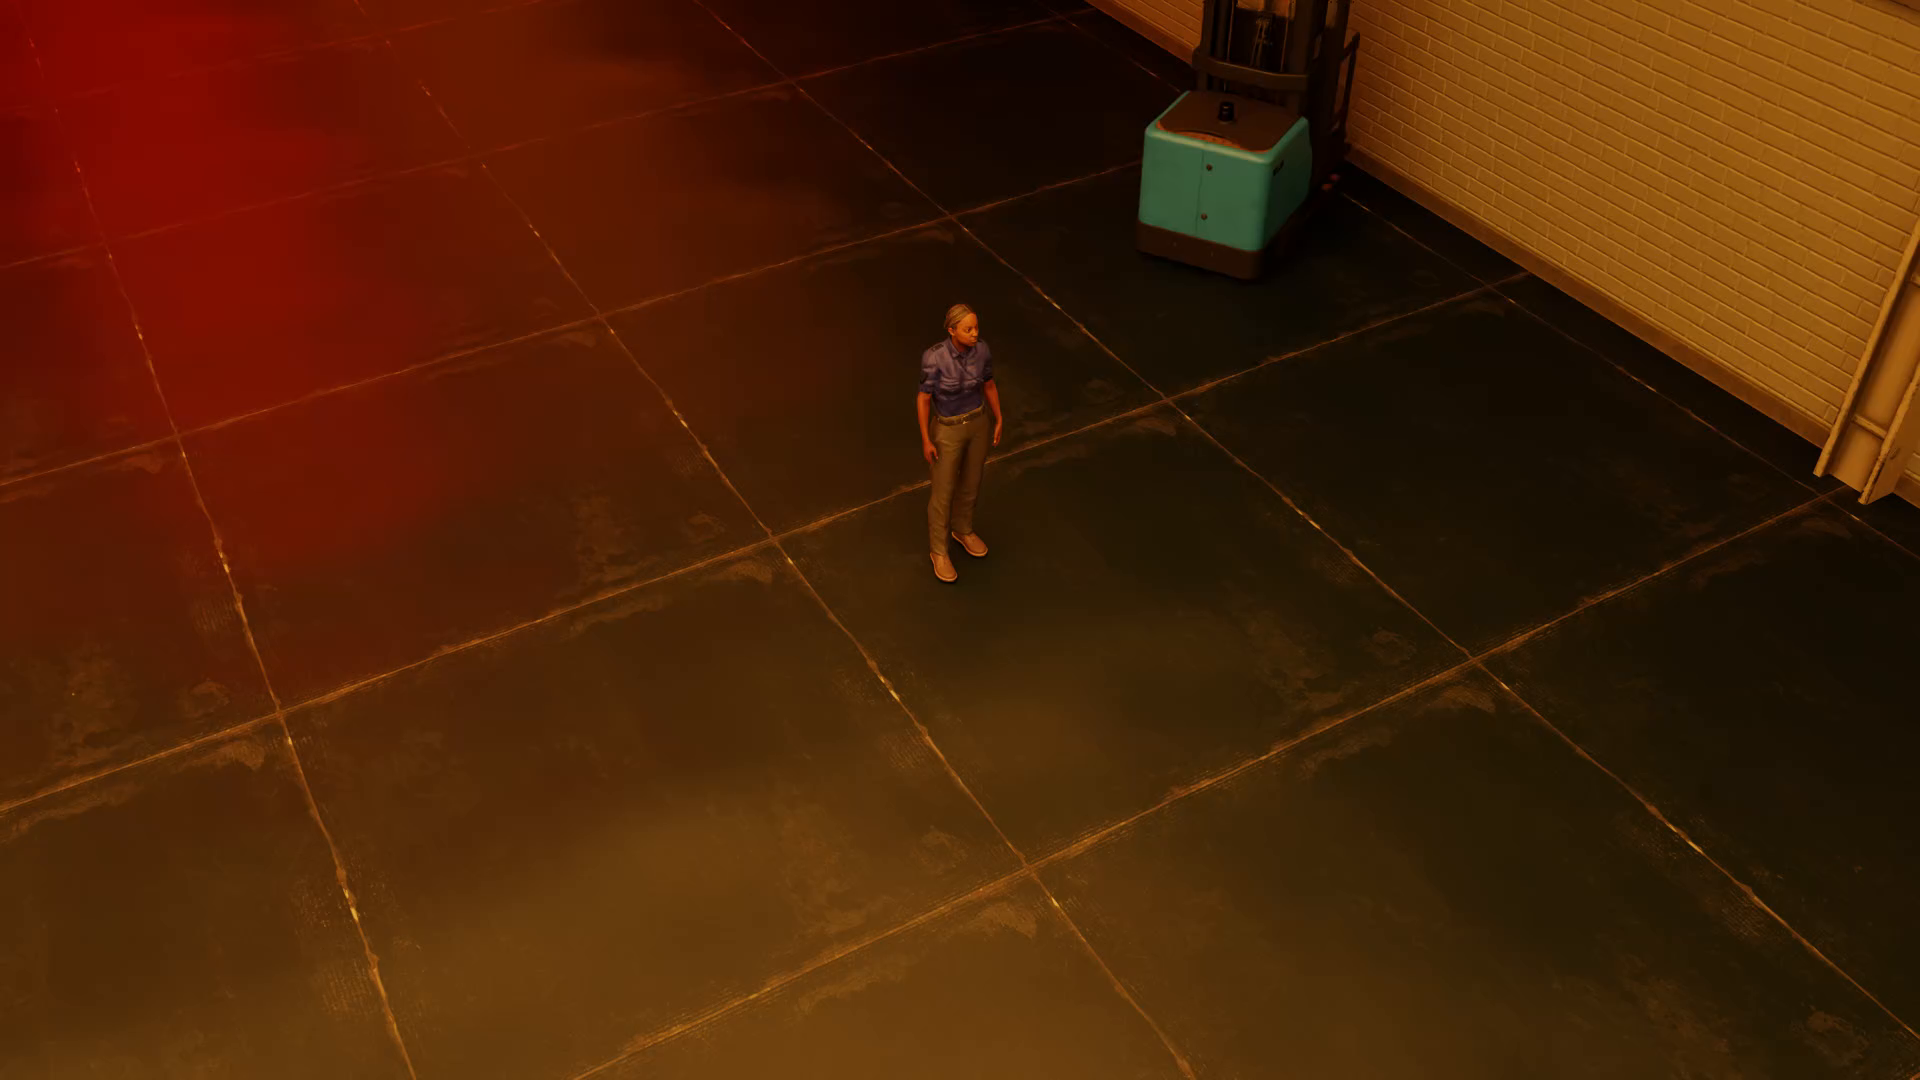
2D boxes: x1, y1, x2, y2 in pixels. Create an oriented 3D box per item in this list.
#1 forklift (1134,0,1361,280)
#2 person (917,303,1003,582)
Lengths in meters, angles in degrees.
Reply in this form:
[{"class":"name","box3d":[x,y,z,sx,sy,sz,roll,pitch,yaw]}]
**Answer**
[{"class":"forklift","box3d":[2.527,-4.021,12.884,1.130,2.935,3.031,20,44,22]},{"class":"person","box3d":[0.027,-0.588,9.733,0.569,1.656,0.503,-20,44,-23]}]
